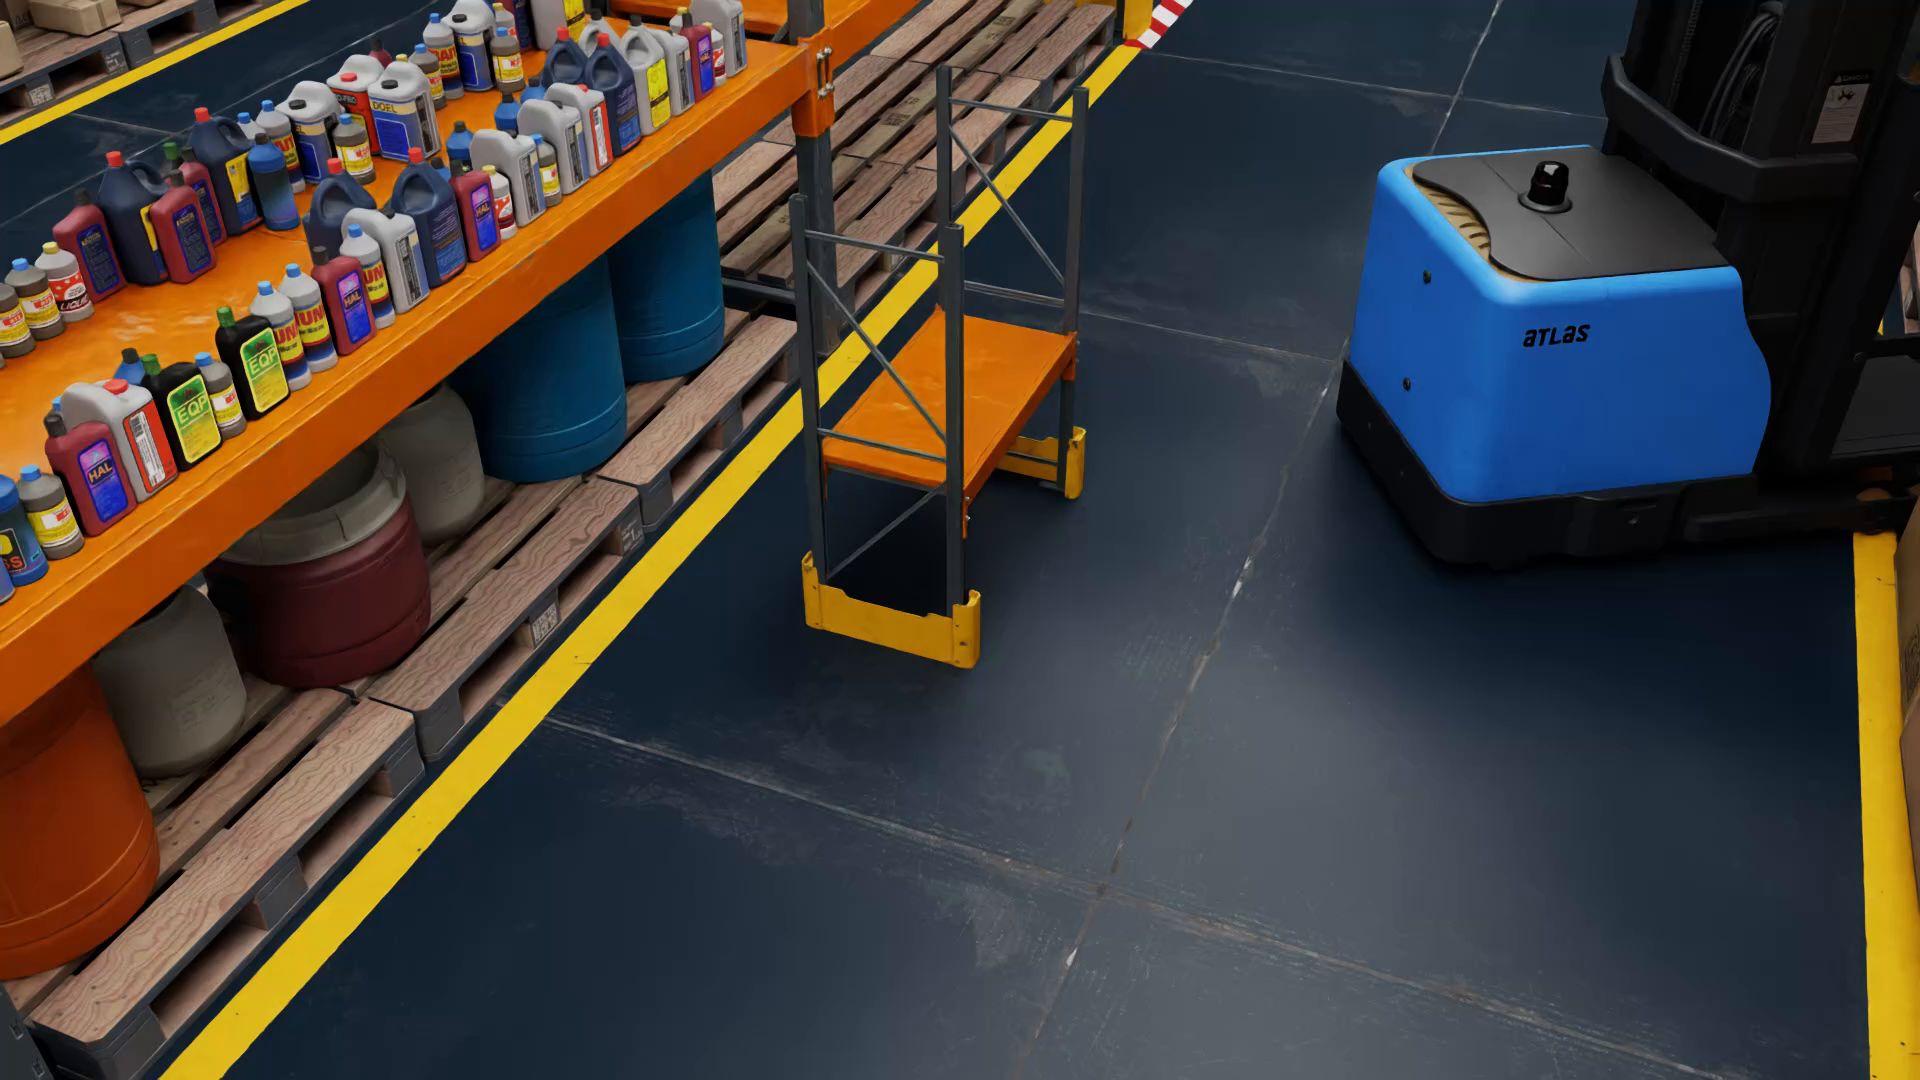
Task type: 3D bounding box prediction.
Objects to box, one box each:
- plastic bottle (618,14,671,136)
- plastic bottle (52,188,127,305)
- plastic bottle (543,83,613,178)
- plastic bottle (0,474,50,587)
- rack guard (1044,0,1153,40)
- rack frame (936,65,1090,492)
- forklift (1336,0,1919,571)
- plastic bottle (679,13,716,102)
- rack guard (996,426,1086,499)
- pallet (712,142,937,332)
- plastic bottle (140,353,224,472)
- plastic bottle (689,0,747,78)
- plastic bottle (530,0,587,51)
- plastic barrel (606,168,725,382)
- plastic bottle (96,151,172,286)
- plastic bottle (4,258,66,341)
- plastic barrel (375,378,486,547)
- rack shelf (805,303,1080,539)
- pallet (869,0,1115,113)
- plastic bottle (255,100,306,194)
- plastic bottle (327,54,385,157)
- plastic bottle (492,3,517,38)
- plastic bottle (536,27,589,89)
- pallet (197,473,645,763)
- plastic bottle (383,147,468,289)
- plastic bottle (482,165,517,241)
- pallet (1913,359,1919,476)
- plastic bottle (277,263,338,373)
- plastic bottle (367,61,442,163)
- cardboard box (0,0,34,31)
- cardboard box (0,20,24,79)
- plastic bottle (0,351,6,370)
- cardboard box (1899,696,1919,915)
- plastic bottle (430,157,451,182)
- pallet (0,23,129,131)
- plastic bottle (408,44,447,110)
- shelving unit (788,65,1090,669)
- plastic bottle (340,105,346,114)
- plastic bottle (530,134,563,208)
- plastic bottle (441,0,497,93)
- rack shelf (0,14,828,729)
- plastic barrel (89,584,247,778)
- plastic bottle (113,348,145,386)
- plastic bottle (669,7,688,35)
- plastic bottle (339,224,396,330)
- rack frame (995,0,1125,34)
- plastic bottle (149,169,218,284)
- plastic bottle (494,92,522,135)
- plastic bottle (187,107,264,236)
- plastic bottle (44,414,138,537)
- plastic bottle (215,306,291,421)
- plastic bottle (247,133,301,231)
[{"bbox_3d":[-1.020,-1.479,5.264,0.144,0.351,0.185,14,39,18],"label":"plastic bottle"},{"bbox_3d":[-2.301,-0.775,4.379,0.061,0.283,0.133,14,39,18],"label":"plastic bottle"},{"bbox_3d":[-1.155,-1.259,5.033,0.152,0.276,0.135,14,39,18],"label":"plastic bottle"},{"bbox_3d":[-1.962,-0.040,3.405,0.097,0.271,0.097,0,37,0],"label":"plastic bottle"},{"bbox_3d":[0.546,-3.312,9.763,1.175,0.500,0.348,14,39,18],"label":"rack guard"},{"bbox_3d":[0.161,-0.835,5.614,0.500,1.500,0.032,14,39,18],"label":"rack frame"},{"bbox_3d":[2.984,-1.495,5.301,3.031,2.935,1.130,-6,37,-8],"label":"forklift"},{"bbox_3d":[-0.870,-1.605,5.489,0.061,0.283,0.133,14,39,18],"label":"plastic bottle"},{"bbox_3d":[0.160,-0.334,5.988,0.587,0.250,0.087,14,39,18],"label":"rack guard"},{"bbox_3d":[-0.729,-1.381,7.422,1.003,0.211,1.213,14,39,18],"label":"pallet"},{"bbox_3d":[-1.762,-0.307,3.752,0.061,0.283,0.133,14,39,18],"label":"plastic bottle"},{"bbox_3d":[-0.824,-1.741,5.677,0.152,0.276,0.135,14,39,18],"label":"plastic bottle"},{"bbox_3d":[-1.422,-1.919,5.853,0.144,0.351,0.185,14,39,18],"label":"plastic bottle"},{"bbox_3d":[-1.196,-1.113,6.135,0.600,0.901,0.708,14,39,18],"label":"plastic barrel"},{"bbox_3d":[-2.202,-0.880,4.464,0.144,0.351,0.185,14,39,18],"label":"plastic bottle"},{"bbox_3d":[-2.365,-0.620,4.240,0.097,0.201,0.097,0,37,0],"label":"plastic bottle"},{"bbox_3d":[-1.763,-0.272,5.336,0.421,0.512,0.421,0,37,0],"label":"plastic barrel"},{"bbox_3d":[-0.032,-0.409,5.345,0.538,0.185,1.000,14,39,18],"label":"rack shelf"},{"bbox_3d":[0.199,-2.732,9.229,1.003,0.211,1.213,14,39,18],"label":"pallet"},{"bbox_3d":[-2.012,-1.162,4.907,0.097,0.271,0.097,0,37,0],"label":"plastic bottle"},{"bbox_3d":[-1.854,-1.350,5.155,0.152,0.276,0.135,14,39,18],"label":"plastic bottle"},{"bbox_3d":[-1.585,-1.755,5.758,0.097,0.201,0.097,0,37,0],"label":"plastic bottle"},{"bbox_3d":[-1.224,-1.410,5.171,0.144,0.351,0.185,14,39,18],"label":"plastic bottle"},{"bbox_3d":[-1.768,0.130,5.399,1.003,0.211,1.213,14,39,18],"label":"pallet"},{"bbox_3d":[-1.439,-0.869,4.449,0.144,0.351,0.185,14,39,18],"label":"plastic bottle"},{"bbox_3d":[-1.313,-0.956,4.689,0.097,0.201,0.097,0,37,0],"label":"plastic bottle"},{"bbox_3d":[3.969,-0.240,5.895,1.003,0.211,1.213,14,39,18],"label":"pallet"},{"bbox_3d":[-1.611,-0.552,4.090,0.097,0.271,0.097,0,37,0],"label":"plastic bottle"},{"bbox_3d":[-1.713,-1.316,5.108,0.152,0.276,0.135,14,39,18],"label":"plastic bottle"},{"bbox_3d":[-5.313,-3.107,9.280,0.500,0.311,0.500,14,39,18],"label":"cardboard box"},{"bbox_3d":[-5.193,-2.495,8.461,0.500,0.311,0.500,14,39,18],"label":"cardboard box"},{"bbox_3d":[-2.439,-0.540,4.075,0.097,0.271,0.097,0,37,0],"label":"plastic bottle"},{"bbox_3d":[3.043,0.583,3.889,1.225,0.875,0.875,13,39,16],"label":"cardboard box"},{"bbox_3d":[-1.420,-0.924,4.588,0.097,0.271,0.097,0,37,0],"label":"plastic bottle"},{"bbox_3d":[-5.290,-2.476,8.886,1.003,0.211,1.213,14,39,18],"label":"pallet"},{"bbox_3d":[-1.747,-1.519,5.442,0.097,0.201,0.097,0,37,0],"label":"plastic bottle"},{"bbox_3d":[-0.029,-0.559,5.245,0.587,1.500,1.083,14,39,18],"label":"shelving unit"},{"bbox_3d":[-1.923,-1.263,5.100,0.097,0.201,0.097,0,37,0],"label":"plastic bottle"},{"bbox_3d":[-1.225,-1.084,4.861,0.097,0.201,0.097,0,37,0],"label":"plastic bottle"},{"bbox_3d":[-1.641,-1.660,5.570,0.152,0.276,0.135,14,39,18],"label":"plastic bottle"},{"bbox_3d":[-1.734,-0.687,4.764,1.077,0.370,4.000,14,39,18],"label":"rack shelf"},{"bbox_3d":[-2.193,0.353,4.500,0.421,0.512,0.421,0,37,0],"label":"plastic barrel"},{"bbox_3d":[-1.842,-0.310,3.767,0.097,0.271,0.097,0,37,0],"label":"plastic bottle"},{"bbox_3d":[-0.947,-1.729,5.724,0.097,0.201,0.097,0,37,0],"label":"plastic bottle"},{"bbox_3d":[-1.523,-0.679,4.261,0.097,0.271,0.097,0,37,0],"label":"plastic bottle"},{"bbox_3d":[0.549,-4.297,8.993,1.000,3.000,0.127,14,39,18],"label":"rack frame"},{"bbox_3d":[-2.097,-0.844,4.472,0.061,0.283,0.133,14,39,18],"label":"plastic bottle"},{"bbox_3d":[-1.329,-1.201,4.959,0.097,0.271,0.097,0,37,0],"label":"plastic bottle"},{"bbox_3d":[-2.081,-1.057,4.699,0.144,0.351,0.185,14,39,18],"label":"plastic bottle"},{"bbox_3d":[-1.864,-0.158,3.554,0.061,0.283,0.133,14,39,18],"label":"plastic bottle"},{"bbox_3d":[-1.675,-0.434,3.923,0.061,0.283,0.133,14,39,18],"label":"plastic bottle"},{"bbox_3d":[-1.952,-1.022,4.719,0.097,0.271,0.097,0,37,0],"label":"plastic bottle"}]
